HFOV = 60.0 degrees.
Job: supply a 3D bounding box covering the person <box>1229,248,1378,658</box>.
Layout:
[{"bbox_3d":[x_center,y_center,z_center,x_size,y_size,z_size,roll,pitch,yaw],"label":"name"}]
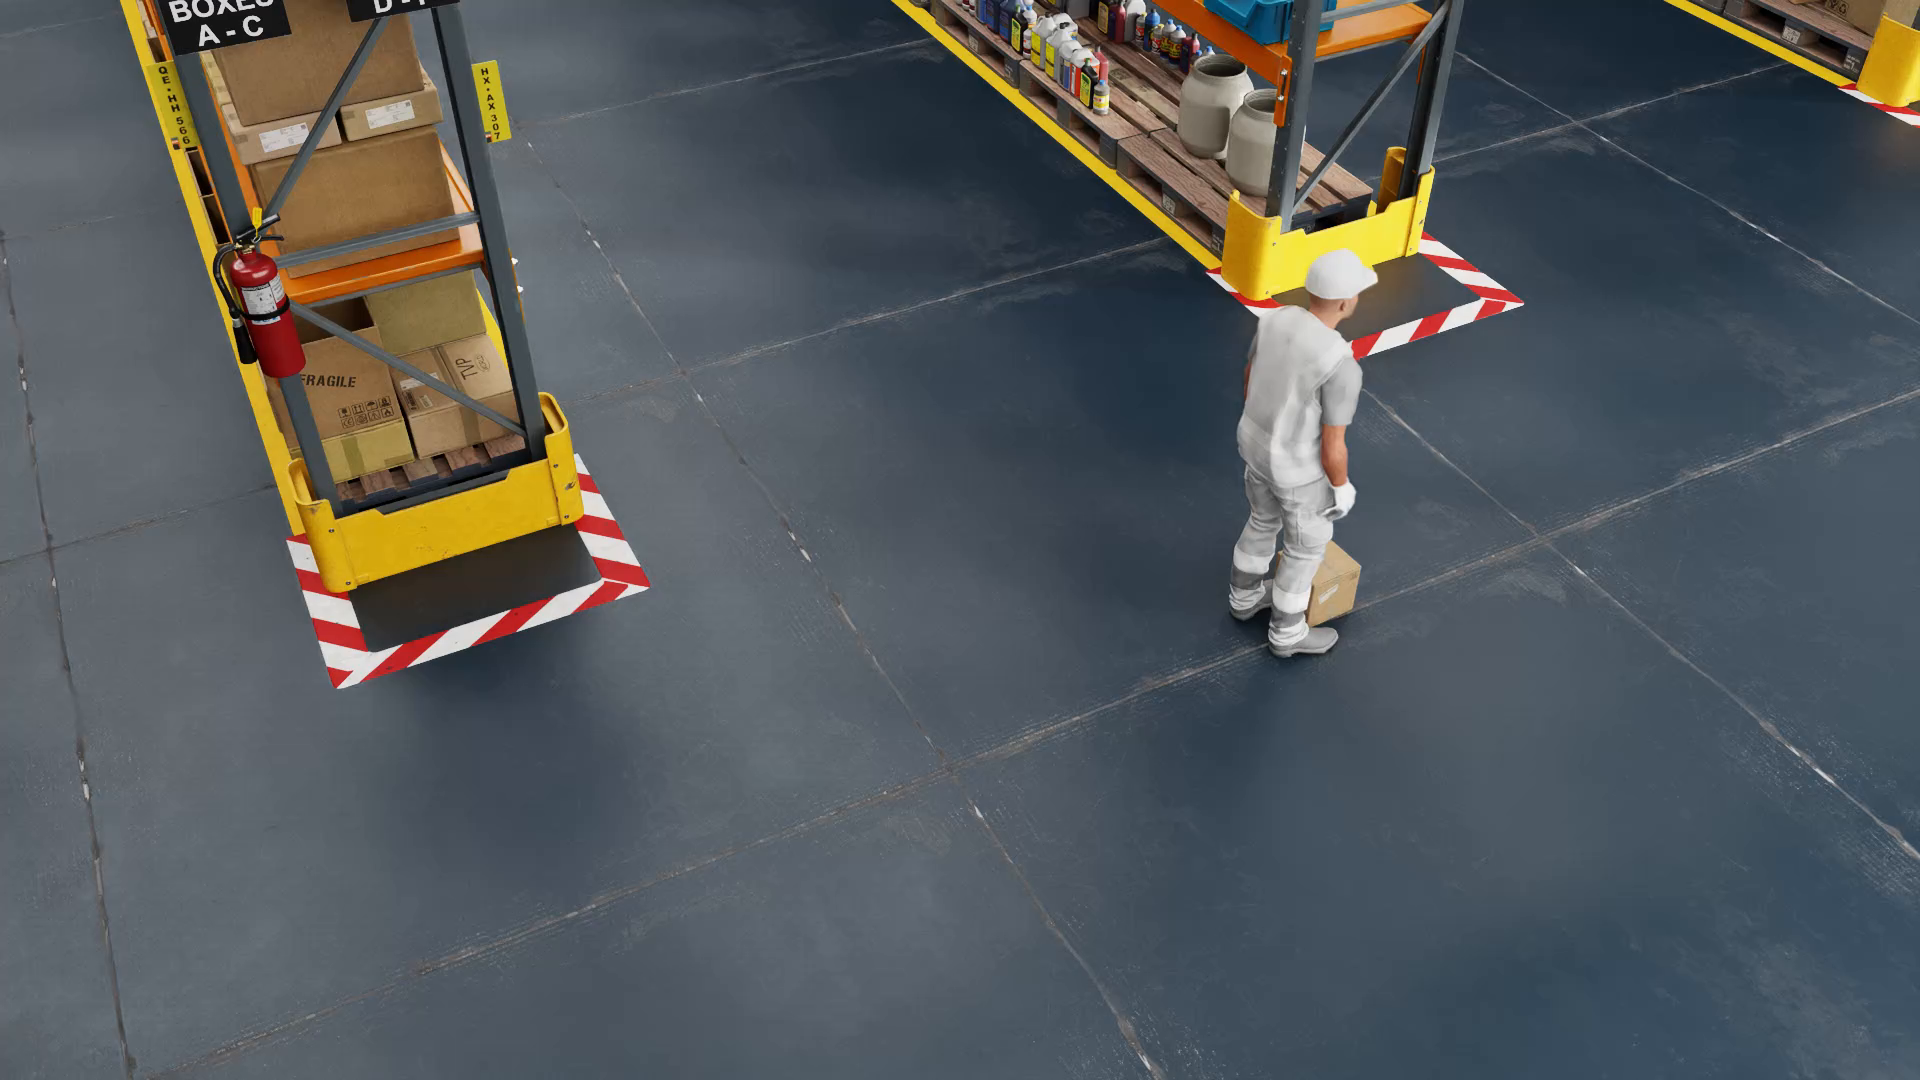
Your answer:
[{"bbox_3d":[1.328,-0.329,6.526,0.454,1.779,0.609,-19,44,-21],"label":"person"}]
